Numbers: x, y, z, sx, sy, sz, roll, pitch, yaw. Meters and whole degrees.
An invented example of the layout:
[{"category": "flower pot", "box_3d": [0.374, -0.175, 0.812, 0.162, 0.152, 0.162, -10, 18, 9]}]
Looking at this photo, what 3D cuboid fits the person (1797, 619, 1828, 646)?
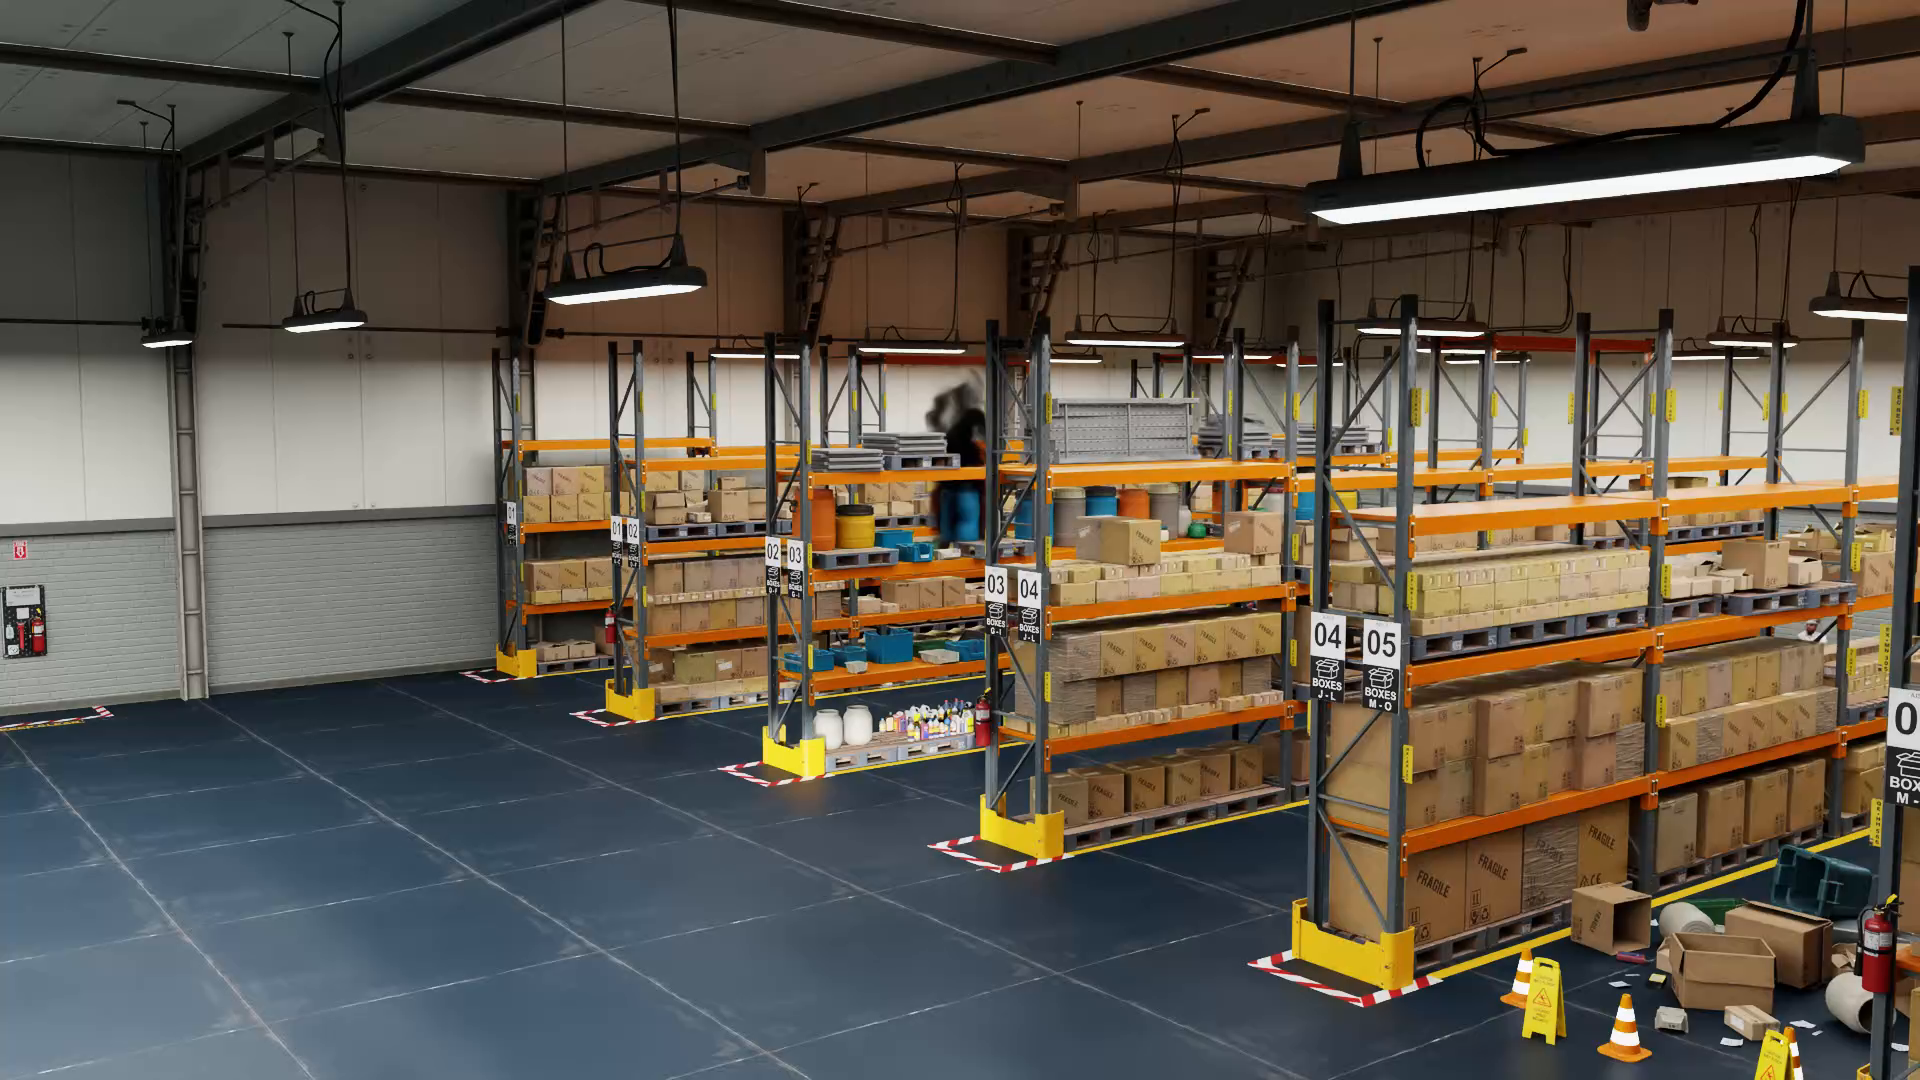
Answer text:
[{"category": "person", "box_3d": [13.496, 2.018, 26.390, 0.506, 1.668, 0.747, 4, 6, 35]}]
